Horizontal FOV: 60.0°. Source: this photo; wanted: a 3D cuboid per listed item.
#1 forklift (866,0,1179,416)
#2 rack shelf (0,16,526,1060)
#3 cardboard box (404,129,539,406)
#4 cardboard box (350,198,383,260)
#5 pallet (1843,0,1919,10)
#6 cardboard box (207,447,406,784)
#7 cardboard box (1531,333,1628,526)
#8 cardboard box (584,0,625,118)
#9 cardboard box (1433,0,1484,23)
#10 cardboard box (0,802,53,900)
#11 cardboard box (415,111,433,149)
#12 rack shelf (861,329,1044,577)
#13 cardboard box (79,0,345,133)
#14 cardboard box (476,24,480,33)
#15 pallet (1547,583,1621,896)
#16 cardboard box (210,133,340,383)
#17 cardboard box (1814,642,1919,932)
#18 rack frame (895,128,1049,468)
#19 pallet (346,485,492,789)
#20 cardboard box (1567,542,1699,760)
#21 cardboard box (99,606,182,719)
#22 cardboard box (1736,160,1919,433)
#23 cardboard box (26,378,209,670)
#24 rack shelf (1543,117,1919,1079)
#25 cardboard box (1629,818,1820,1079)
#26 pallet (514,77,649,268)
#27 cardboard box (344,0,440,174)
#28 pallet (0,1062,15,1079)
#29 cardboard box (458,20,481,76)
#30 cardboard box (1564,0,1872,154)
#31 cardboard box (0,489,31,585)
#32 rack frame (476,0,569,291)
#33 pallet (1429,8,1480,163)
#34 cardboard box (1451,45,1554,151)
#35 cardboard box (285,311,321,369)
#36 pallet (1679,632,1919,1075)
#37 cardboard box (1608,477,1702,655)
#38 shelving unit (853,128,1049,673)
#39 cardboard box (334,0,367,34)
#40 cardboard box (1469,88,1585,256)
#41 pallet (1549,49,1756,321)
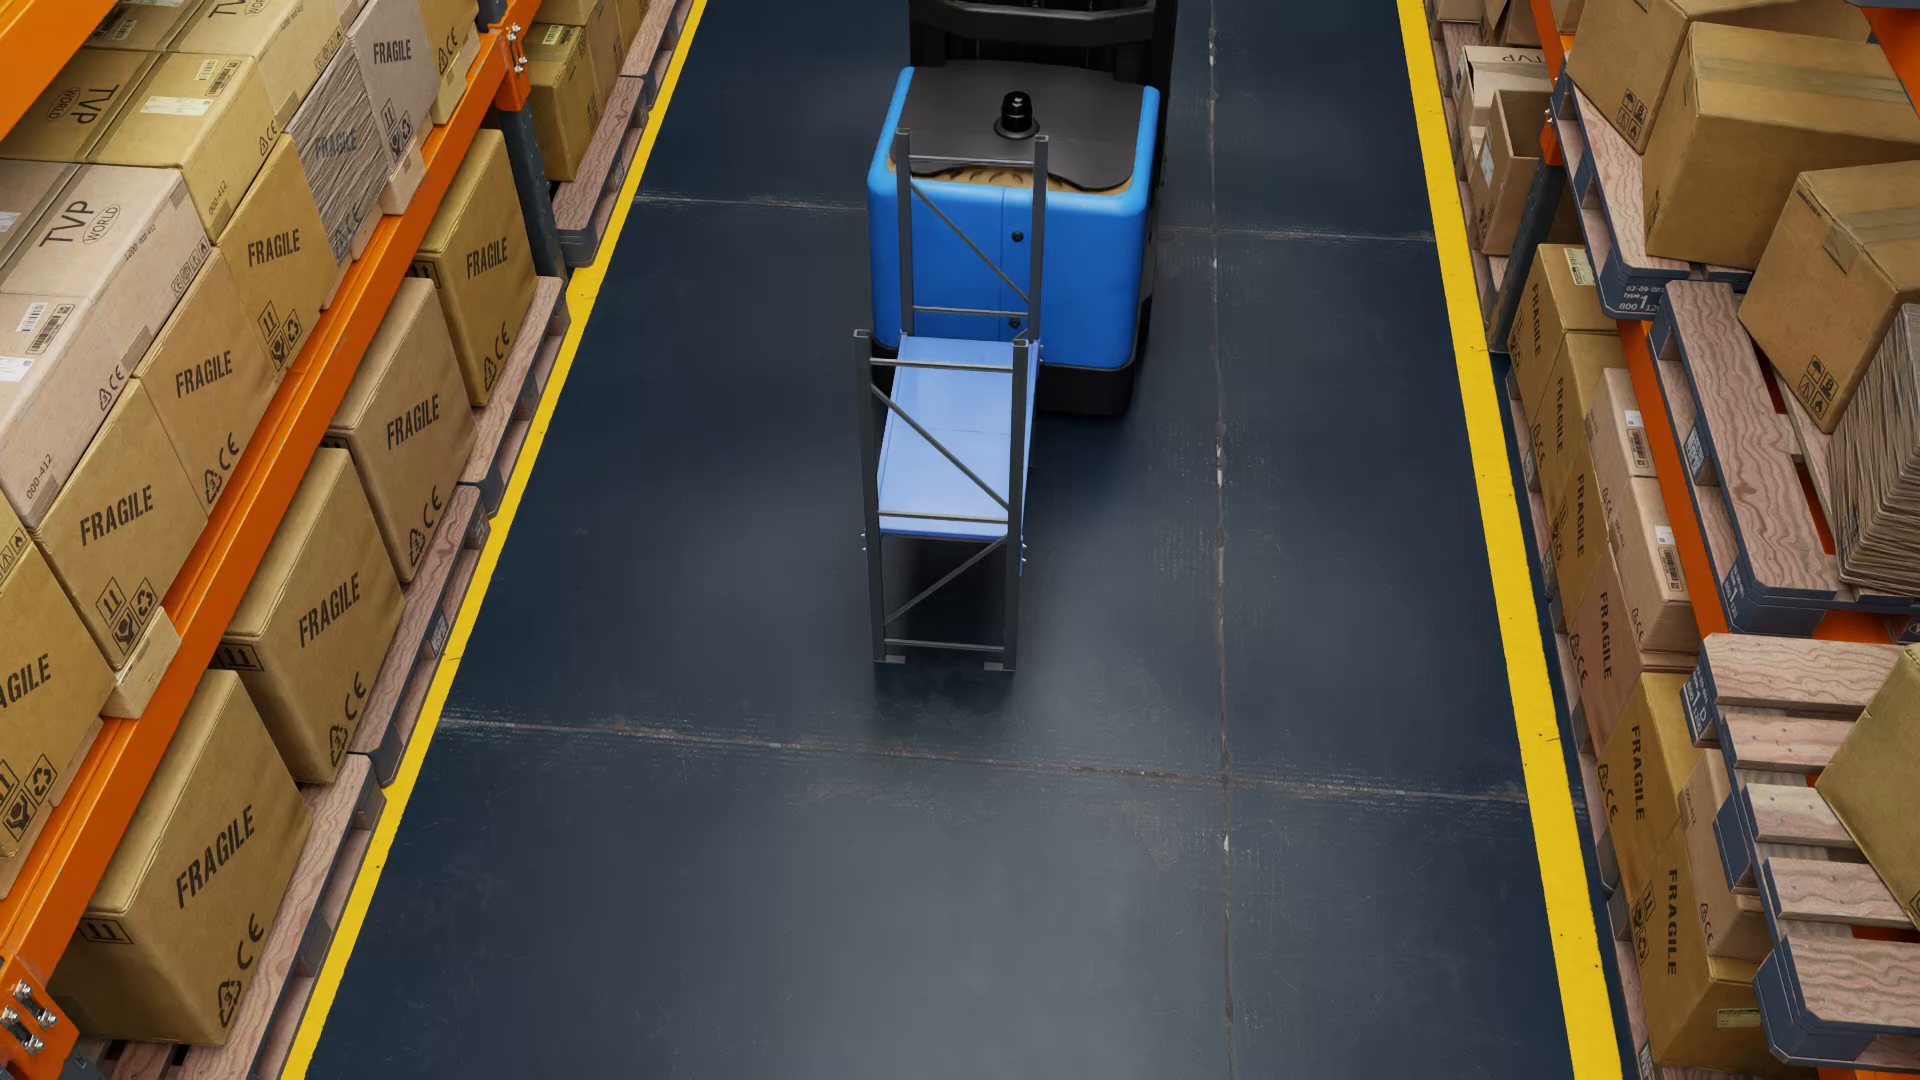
[{"bbox_3d":[0.372,-2.584,6.627,1.130,2.935,3.031,6,48,6],"label":"forklift"},{"bbox_3d":[-2.398,-0.420,5.089,1.077,0.370,4.000,4,48,4],"label":"rack shelf"},{"bbox_3d":[-2.146,-1.062,6.361,0.750,0.750,0.750,4,48,4],"label":"cardboard box"},{"bbox_3d":[-2.087,-1.039,5.324,0.380,0.149,0.250,4,48,4],"label":"cardboard box"},{"bbox_3d":[2.496,-1.514,3.696,1.213,0.211,1.003,4,48,4],"label":"pallet"},{"bbox_3d":[-2.297,0.216,5.192,0.750,0.750,0.750,4,48,3],"label":"cardboard box"},{"bbox_3d":[2.393,-0.375,5.956,0.500,0.500,0.500,4,48,4],"label":"cardboard box"},{"bbox_3d":[-1.997,-2.342,7.768,0.700,0.500,0.500,3,48,3],"label":"cardboard box"},{"bbox_3d":[2.659,-2.846,8.386,0.500,0.250,0.500,4,48,4],"label":"cardboard box"},{"bbox_3d":[-2.320,0.659,3.771,0.380,0.149,0.250,3,48,3],"label":"cardboard box"},{"bbox_3d":[-2.033,-1.412,5.666,0.380,0.149,0.250,5,48,5],"label":"cardboard box"},{"bbox_3d":[-0.008,-0.322,5.772,0.538,0.185,1.000,4,48,4],"label":"rack shelf"},{"bbox_3d":[-2.107,-1.416,4.721,0.500,0.250,0.500,5,48,4],"label":"cardboard box"},{"bbox_3d":[-2.257,-2.099,7.106,0.380,0.149,0.250,4,48,3],"label":"cardboard box"},{"bbox_3d":[2.572,0.639,5.523,1.003,0.211,1.213,4,48,4],"label":"pallet"},{"bbox_3d":[-2.139,-0.805,4.671,0.500,0.500,0.500,5,48,5],"label":"cardboard box"},{"bbox_3d":[2.298,0.492,3.415,0.700,0.500,0.500,-11,48,-10],"label":"cardboard box"},{"bbox_3d":[0.039,-0.817,5.981,0.500,1.500,0.032,4,48,4],"label":"rack frame"},{"bbox_3d":[-2.320,0.280,5.851,1.003,0.211,1.213,4,48,4],"label":"pallet"},{"bbox_3d":[2.293,0.363,5.281,0.500,0.500,0.500,2,48,2],"label":"cardboard box"},{"bbox_3d":[-2.180,0.285,4.113,0.380,0.149,0.250,5,48,5],"label":"cardboard box"},{"bbox_3d":[2.618,-0.675,4.482,0.700,0.500,0.500,-7,48,-6],"label":"cardboard box"},{"bbox_3d":[-2.225,-0.058,3.987,0.500,0.500,0.500,5,48,5],"label":"cardboard box"},{"bbox_3d":[2.535,-0.089,4.786,1.077,0.370,4.000,4,48,4],"label":"rack shelf"},{"bbox_3d":[2.204,1.130,4.580,0.500,0.500,0.500,6,48,5],"label":"cardboard box"},{"bbox_3d":[-2.069,-1.744,7.703,1.003,0.211,1.213,4,48,4],"label":"pallet"},{"bbox_3d":[-2.044,-1.541,5.344,0.500,0.500,0.500,4,48,4],"label":"cardboard box"},{"bbox_3d":[-2.540,1.403,3.064,1.213,0.211,1.003,4,48,4],"label":"pallet"},{"bbox_3d":[-1.965,-1.787,6.008,0.380,0.149,0.250,4,48,4],"label":"cardboard box"},{"bbox_3d":[2.451,-1.644,5.369,0.700,0.500,0.500,-11,48,-10],"label":"cardboard box"},{"bbox_3d":[-2.280,0.076,3.357,0.500,0.250,0.500,5,48,4],"label":"cardboard box"},{"bbox_3d":[-2.216,-2.132,6.167,1.000,3.000,0.127,4,48,4],"label":"rack frame"},{"bbox_3d":[2.889,-2.264,8.178,1.003,0.211,1.213,4,48,4],"label":"pallet"},{"bbox_3d":[2.555,-2.032,7.599,0.500,0.311,0.500,4,48,4],"label":"cardboard box"},{"bbox_3d":[-2.160,-0.662,4.979,0.380,0.149,0.250,5,48,5],"label":"cardboard box"},{"bbox_3d":[2.345,0.700,3.707,1.213,0.211,1.003,4,48,4],"label":"pallet"},{"bbox_3d":[2.294,0.083,5.029,0.500,0.250,0.500,3,48,3],"label":"cardboard box"},{"bbox_3d":[-0.008,-0.443,5.639,0.538,1.500,1.048,4,48,4],"label":"shelving unit"},{"bbox_3d":[-2.060,-1.791,5.064,0.500,0.250,0.500,5,48,4],"label":"cardboard box"},{"bbox_3d":[2.487,-1.544,7.026,0.500,0.500,0.500,4,48,4],"label":"cardboard box"},{"bbox_3d":[2.536,-1.157,5.406,1.003,0.211,1.213,4,48,4],"label":"pallet"}]
